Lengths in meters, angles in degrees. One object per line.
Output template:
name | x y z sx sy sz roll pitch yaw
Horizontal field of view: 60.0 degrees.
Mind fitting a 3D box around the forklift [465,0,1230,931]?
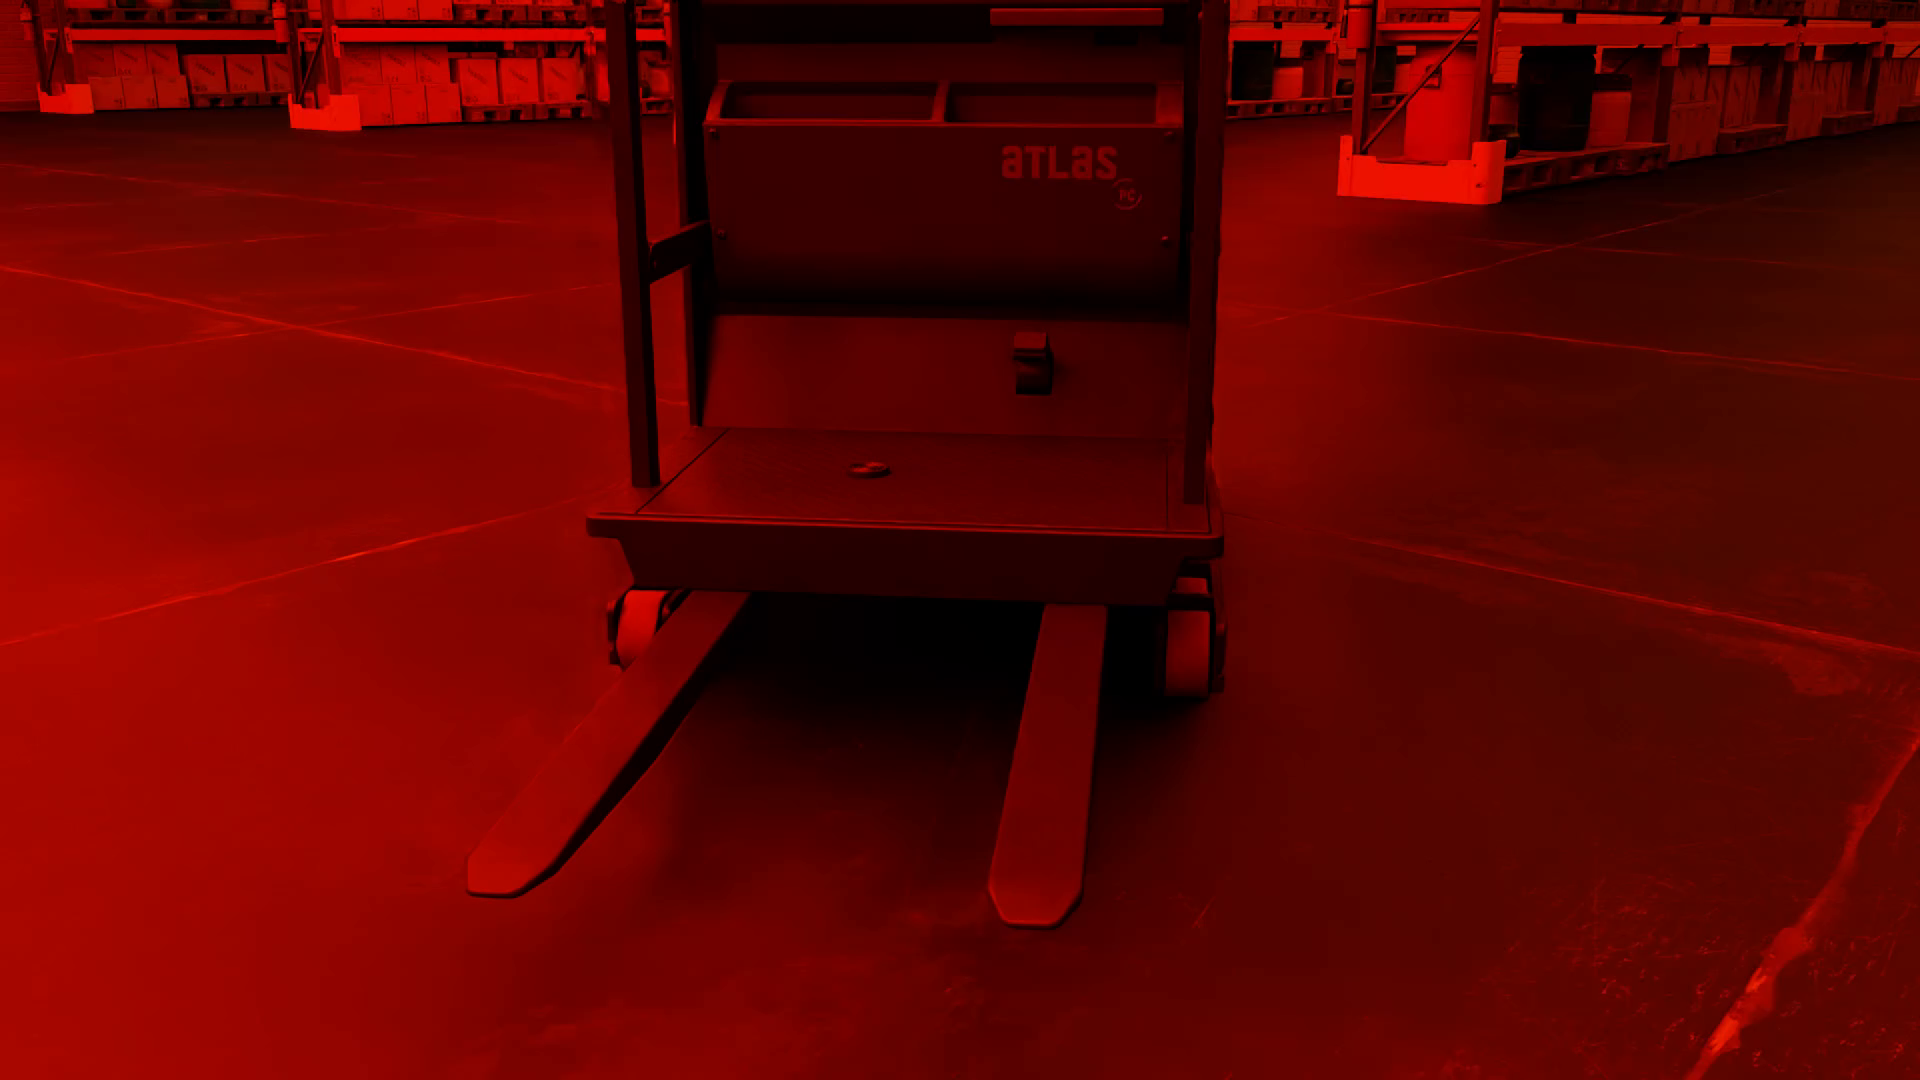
forklift | -0.053 -1.219 2.913 1.130 2.935 3.031 2 17 6
